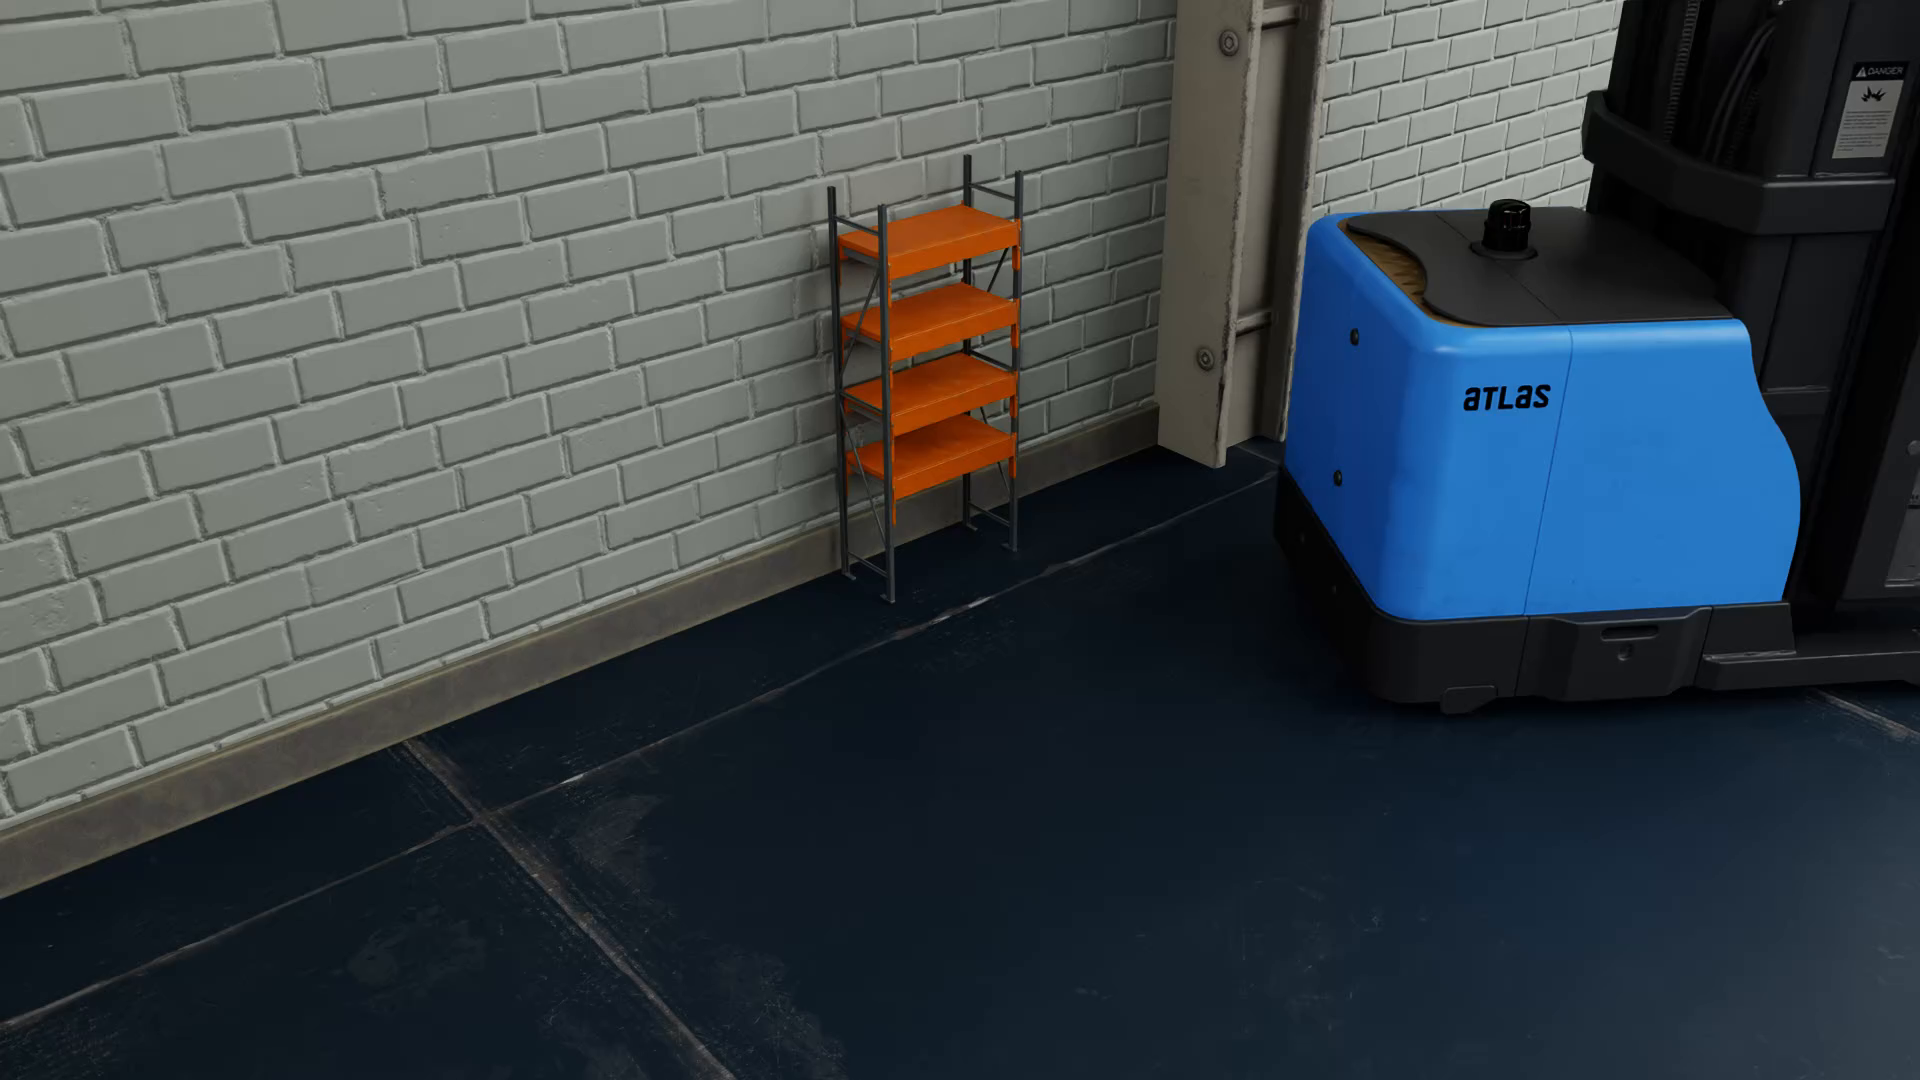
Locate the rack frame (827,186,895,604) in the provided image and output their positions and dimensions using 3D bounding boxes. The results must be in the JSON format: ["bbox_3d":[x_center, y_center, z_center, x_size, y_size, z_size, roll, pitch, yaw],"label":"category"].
[{"bbox_3d":[-0.275,-0.385,4.697,0.015,1.200,0.240,-22,35,-35],"label":"rack frame"}]

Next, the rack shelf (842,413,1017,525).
[{"bbox_3d":[-0.091,-0.226,4.964,0.480,0.148,0.258,-22,35,-35],"label":"rack shelf"}]

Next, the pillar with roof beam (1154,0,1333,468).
[{"bbox_3d":[3.721,-2.785,0.913,0.400,9.000,9.100,-22,35,-35],"label":"pillar with roof beam"}]

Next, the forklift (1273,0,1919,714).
[{"bbox_3d":[2.517,-1.122,4.239,3.031,2.935,1.130,-3,28,-5],"label":"forklift"}]

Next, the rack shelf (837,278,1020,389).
[{"bbox_3d":[-0.091,-0.598,4.764,0.480,0.148,0.258,-22,35,-35],"label":"rack shelf"}]

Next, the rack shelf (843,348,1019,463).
[{"bbox_3d":[-0.091,-0.401,4.870,0.480,0.148,0.258,-22,35,-35],"label":"rack shelf"}]

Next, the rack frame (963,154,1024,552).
[{"bbox_3d":[0.093,-0.536,4.979,0.015,1.200,0.240,-22,35,-35],"label":"rack frame"}]

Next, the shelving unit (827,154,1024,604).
[{"bbox_3d":[-0.091,-0.460,4.838,0.503,1.200,0.258,-22,35,-35],"label":"shelving unit"}]

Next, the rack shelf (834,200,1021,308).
[{"bbox_3d":[-0.091,-0.807,4.653,0.480,0.148,0.258,-22,35,-35],"label":"rack shelf"}]
